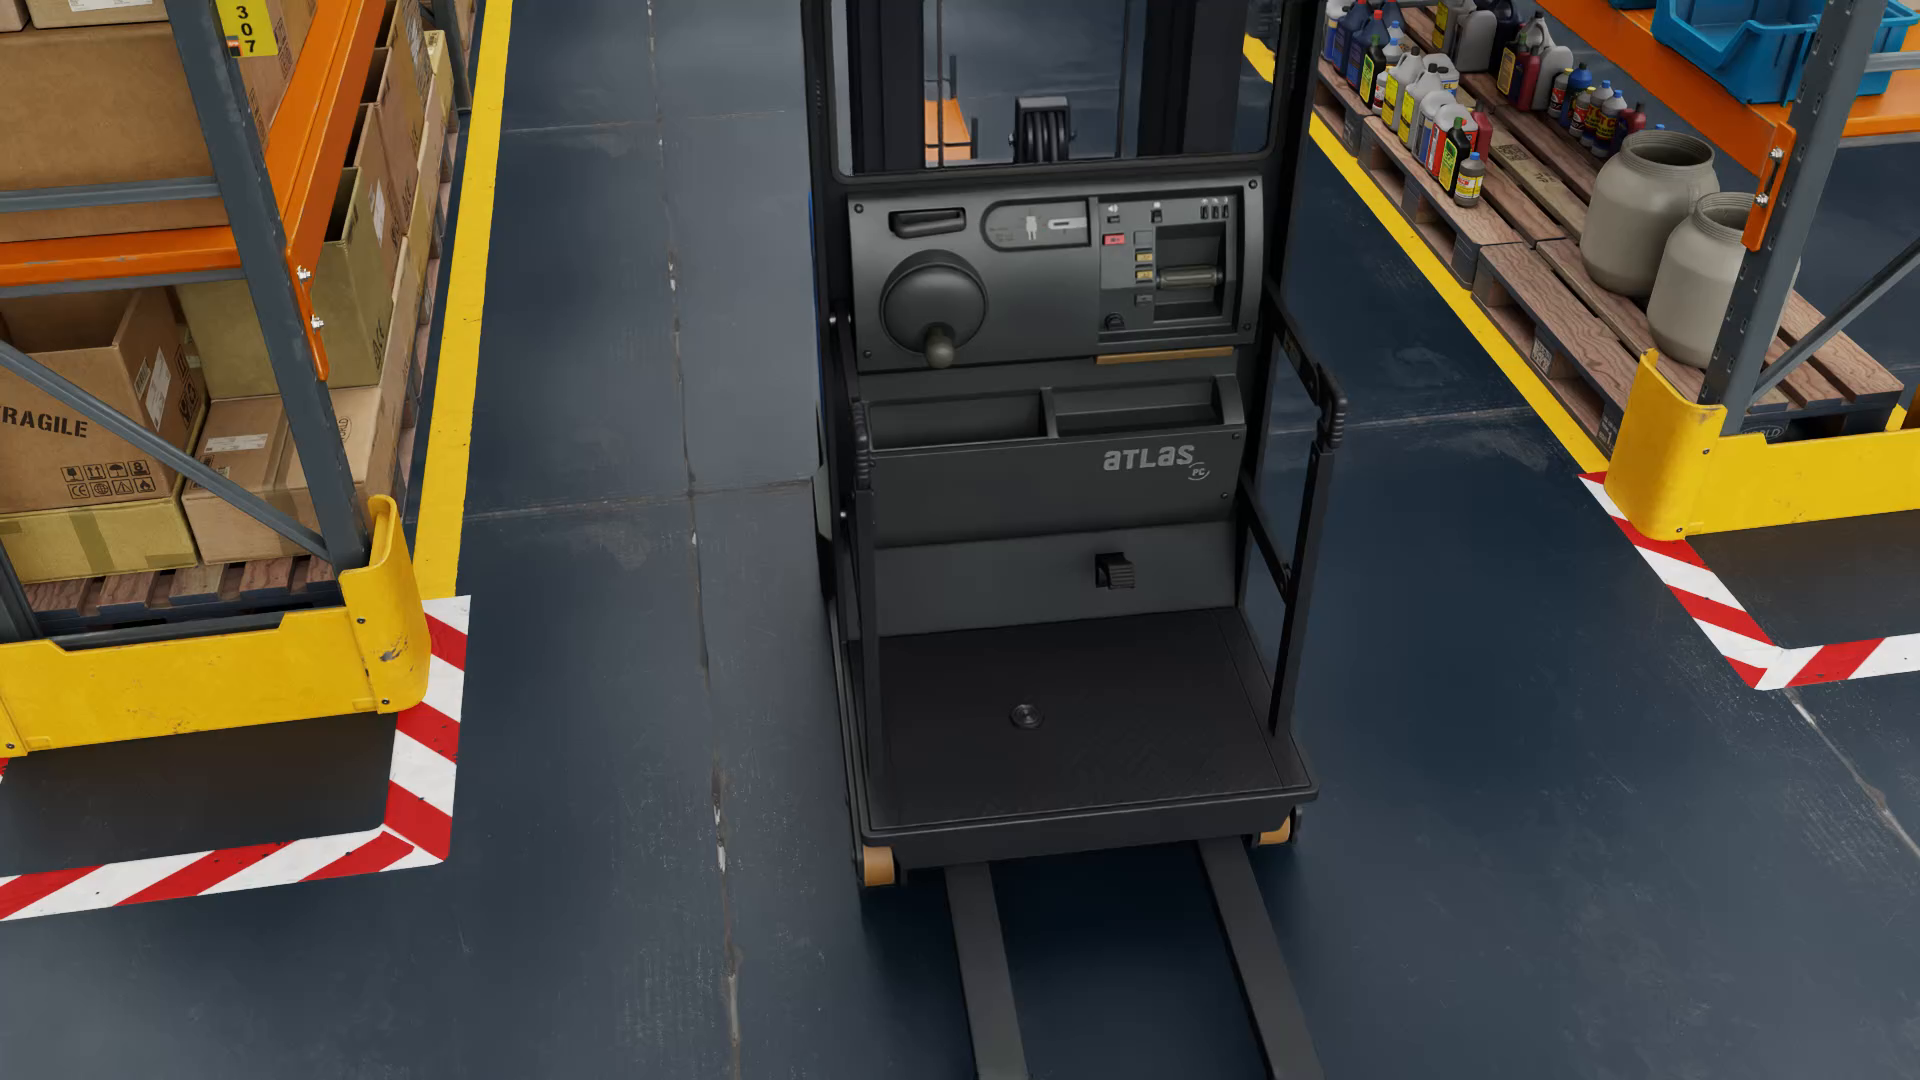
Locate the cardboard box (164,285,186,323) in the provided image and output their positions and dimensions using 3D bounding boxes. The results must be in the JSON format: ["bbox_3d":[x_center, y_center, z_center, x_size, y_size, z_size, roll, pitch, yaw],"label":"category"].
[{"bbox_3d":[-2.684,-1.041,5.433,0.500,0.500,0.500,-6,38,-8],"label":"cardboard box"}]

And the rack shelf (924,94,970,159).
[{"bbox_3d":[-0.100,-1.226,5.209,0.258,0.148,0.480,-5,38,-6],"label":"rack shelf"}]

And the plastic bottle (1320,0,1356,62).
[{"bbox_3d":[1.777,-2.383,7.734,0.152,0.276,0.135,-5,38,-6],"label":"plastic bottle"}]

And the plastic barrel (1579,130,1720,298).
[{"bbox_3d":[2.492,-1.176,6.005,0.421,0.512,0.421,0,38,0],"label":"plastic barrel"}]

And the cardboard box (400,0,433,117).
[{"bbox_3d":[-2.436,-2.003,6.671,0.500,0.500,0.500,-6,38,-8],"label":"cardboard box"}]

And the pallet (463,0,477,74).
[{"bbox_3d":[-2.976,-2.526,8.330,1.003,0.211,1.213,-6,38,-8],"label":"pallet"}]

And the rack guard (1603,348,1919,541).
[{"bbox_3d":[2.711,-0.355,5.299,1.175,0.500,0.348,-6,38,-8],"label":"rack guard"}]

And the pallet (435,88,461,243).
[{"bbox_3d":[-2.710,-1.601,7.138,1.003,0.211,1.213,-6,38,-8],"label":"pallet"}]

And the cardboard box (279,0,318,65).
[{"bbox_3d":[-2.354,-1.711,4.925,0.700,0.500,0.500,-6,38,-8],"label":"cardboard box"}]

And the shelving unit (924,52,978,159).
[{"bbox_3d":[-0.100,-0.915,5.450,0.258,1.200,0.503,-5,38,-6],"label":"shelving unit"}]

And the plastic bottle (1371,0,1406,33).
[{"bbox_3d":[1.944,-2.328,7.602,0.144,0.351,0.185,-6,38,-8],"label":"plastic bottle"}]

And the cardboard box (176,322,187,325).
[{"bbox_3d":[-2.681,-0.745,5.663,0.500,0.250,0.500,-6,38,-8],"label":"cardboard box"}]

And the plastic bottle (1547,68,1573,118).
[{"bbox_3d":[2.628,-1.950,7.237,0.097,0.201,0.097,0,38,0],"label":"plastic bottle"}]

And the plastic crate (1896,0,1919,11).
[{"bbox_3d":[2.930,-1.772,5.301,0.298,0.136,0.250,-6,38,-8],"label":"plastic crate"}]

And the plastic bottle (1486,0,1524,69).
[{"bbox_3d":[2.499,-2.371,7.657,0.144,0.351,0.185,-8,39,-10],"label":"plastic bottle"}]

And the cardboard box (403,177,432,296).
[{"bbox_3d":[-2.243,-1.105,6.126,0.500,0.250,0.500,-6,38,-8],"label":"cardboard box"}]

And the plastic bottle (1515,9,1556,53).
[{"bbox_3d":[2.556,-2.176,7.406,0.144,0.351,0.185,-6,38,-8],"label":"plastic bottle"}]

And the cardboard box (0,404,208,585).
[{"bbox_3d":[-2.492,-0.143,4.888,0.500,0.250,0.500,-6,38,-8],"label":"cardboard box"}]

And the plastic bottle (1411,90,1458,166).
[{"bbox_3d":[1.975,-1.700,6.855,0.152,0.276,0.135,-7,38,-9],"label":"plastic bottle"}]

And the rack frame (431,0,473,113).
[{"bbox_3d":[-2.808,-3.187,6.907,1.000,3.000,0.127,-6,38,-8],"label":"rack frame"}]

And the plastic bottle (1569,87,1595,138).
[{"bbox_3d":[2.664,-1.826,7.077,0.097,0.201,0.097,0,38,0],"label":"plastic bottle"}]

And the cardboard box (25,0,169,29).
[{"bbox_3d":[-1.964,-1.326,3.902,0.380,0.149,0.250,-6,38,-8],"label":"cardboard box"}]

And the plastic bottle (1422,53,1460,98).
[{"bbox_3d":[2.051,-1.943,7.168,0.152,0.276,0.135,-6,38,-8],"label":"plastic bottle"}]

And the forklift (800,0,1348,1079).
[{"bbox_3d":[0.962,-2.195,5.061,3.137,3.703,7.240,-5,38,-6],"label":"forklift"}]

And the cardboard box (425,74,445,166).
[{"bbox_3d":[-2.434,-1.707,6.901,0.500,0.250,0.500,-6,38,-8],"label":"cardboard box"}]

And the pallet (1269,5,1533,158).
[{"bbox_3d":[2.146,-2.206,7.917,1.003,0.211,1.213,-6,38,-8],"label":"pallet"}]

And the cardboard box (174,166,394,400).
[{"bbox_3d":[-2.072,-0.796,5.118,0.500,0.500,0.500,-6,38,-8],"label":"cardboard box"}]

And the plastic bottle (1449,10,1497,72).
[{"bbox_3d":[2.358,-2.310,7.640,0.152,0.276,0.135,-6,38,-8],"label":"plastic bottle"}]

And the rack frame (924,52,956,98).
[{"bbox_3d":[-0.133,-1.064,5.641,0.240,1.200,0.015,-5,38,-6],"label":"rack frame"}]

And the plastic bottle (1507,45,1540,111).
[{"bbox_3d":[2.476,-2.039,7.285,0.061,0.283,0.133,-6,38,-8],"label":"plastic bottle"}]

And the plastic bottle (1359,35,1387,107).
[{"bbox_3d":[1.823,-2.068,7.322,0.061,0.283,0.133,-5,38,-6],"label":"plastic bottle"}]

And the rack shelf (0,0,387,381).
[{"bbox_3d":[-2.458,-1.694,5.572,1.077,0.370,4.000,-6,38,-8],"label":"rack shelf"}]

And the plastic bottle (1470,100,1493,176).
[{"bbox_3d":[2.104,-1.631,6.760,0.061,0.283,0.133,-6,38,-8],"label":"plastic bottle"}]

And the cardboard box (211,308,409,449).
[{"bbox_3d":[-2.073,-0.500,5.348,0.500,0.250,0.500,-6,38,-8],"label":"cardboard box"}]

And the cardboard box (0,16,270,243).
[{"bbox_3d":[-2.176,-1.093,4.131,0.700,0.500,0.500,-6,38,-8],"label":"cardboard box"}]

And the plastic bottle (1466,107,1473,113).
[{"bbox_3d":[2.095,-1.695,6.910,0.097,0.201,0.097,0,38,0],"label":"plastic bottle"}]

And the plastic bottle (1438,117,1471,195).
[{"bbox_3d":[1.978,-1.533,6.634,0.061,0.283,0.133,-5,38,-7],"label":"plastic bottle"}]

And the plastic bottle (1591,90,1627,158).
[{"bbox_3d":[2.699,-1.733,6.901,0.097,0.271,0.097,0,38,0],"label":"plastic bottle"}]

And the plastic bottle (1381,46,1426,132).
[{"bbox_3d":[1.910,-1.942,7.105,0.144,0.351,0.185,-7,38,-8],"label":"plastic bottle"}]

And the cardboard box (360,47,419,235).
[{"bbox_3d":[-2.242,-1.401,5.896,0.500,0.500,0.500,-6,38,-8],"label":"cardboard box"}]

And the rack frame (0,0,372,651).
[{"bbox_3d":[-2.107,-0.771,3.797,1.000,3.000,0.127,-6,38,-8],"label":"rack frame"}]
